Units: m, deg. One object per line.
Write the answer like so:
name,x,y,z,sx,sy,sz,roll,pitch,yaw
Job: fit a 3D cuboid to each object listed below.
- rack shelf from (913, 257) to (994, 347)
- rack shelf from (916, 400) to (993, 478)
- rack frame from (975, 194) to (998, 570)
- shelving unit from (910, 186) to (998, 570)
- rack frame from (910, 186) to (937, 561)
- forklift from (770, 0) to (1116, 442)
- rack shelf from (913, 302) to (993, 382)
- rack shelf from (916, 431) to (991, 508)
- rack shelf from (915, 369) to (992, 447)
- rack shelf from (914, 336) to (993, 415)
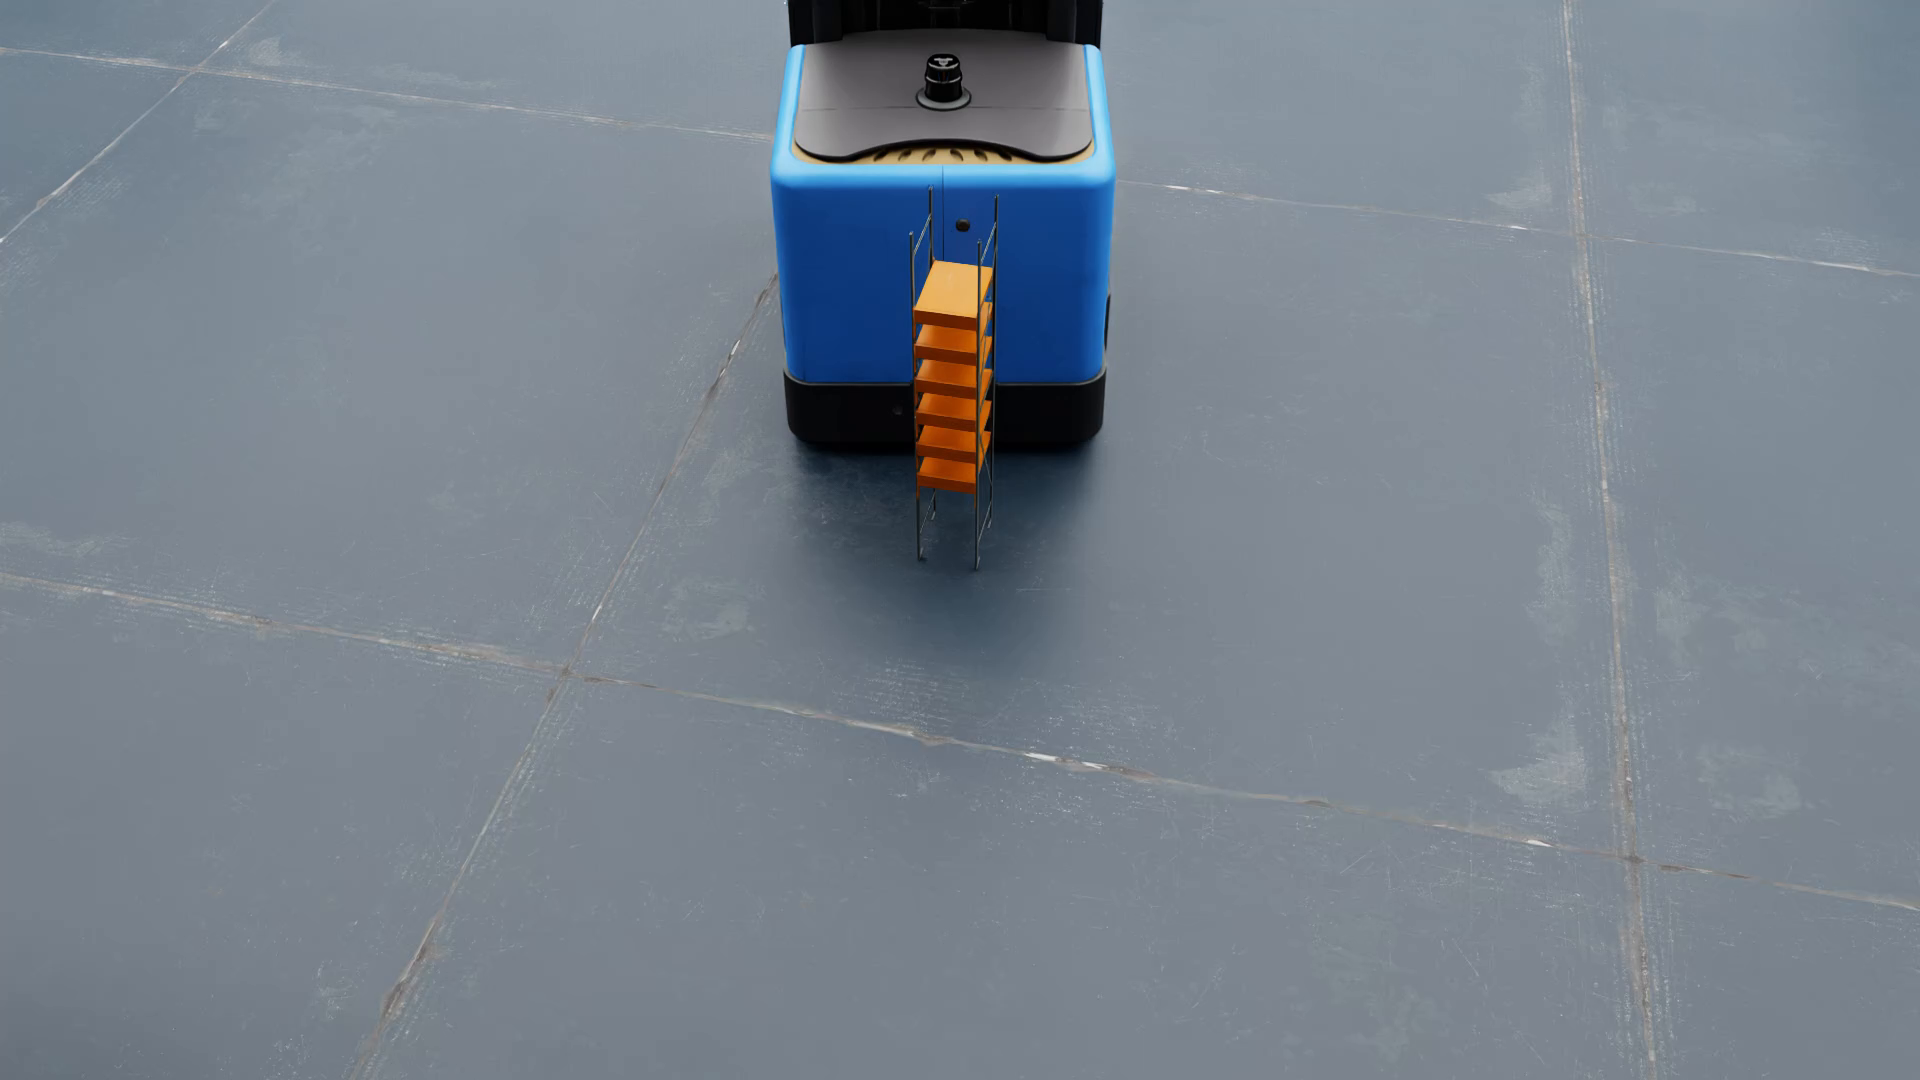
rack shelf,-0.014,-0.662,4.617,0.180,0.103,0.258,9,45,9
rack shelf,-0.014,-0.316,4.950,0.180,0.103,0.258,9,45,9
rack frame,0.075,-0.421,4.822,0.006,1.200,0.240,9,45,9
shelving unit,-0.014,-0.434,4.836,0.189,1.200,0.258,9,45,9
rack frame,-0.103,-0.448,4.851,0.006,1.200,0.240,9,45,9
forklift,-0.051,-2.377,5.606,1.130,2.935,3.031,0,44,0
rack shelf,-0.014,-0.575,4.701,0.180,0.103,0.258,9,45,9
rack shelf,-0.014,-0.230,5.033,0.180,0.103,0.258,9,45,9
rack shelf,-0.014,-0.402,4.867,0.180,0.103,0.258,9,45,9
rack shelf,-0.014,-0.489,4.784,0.180,0.103,0.258,9,45,9
